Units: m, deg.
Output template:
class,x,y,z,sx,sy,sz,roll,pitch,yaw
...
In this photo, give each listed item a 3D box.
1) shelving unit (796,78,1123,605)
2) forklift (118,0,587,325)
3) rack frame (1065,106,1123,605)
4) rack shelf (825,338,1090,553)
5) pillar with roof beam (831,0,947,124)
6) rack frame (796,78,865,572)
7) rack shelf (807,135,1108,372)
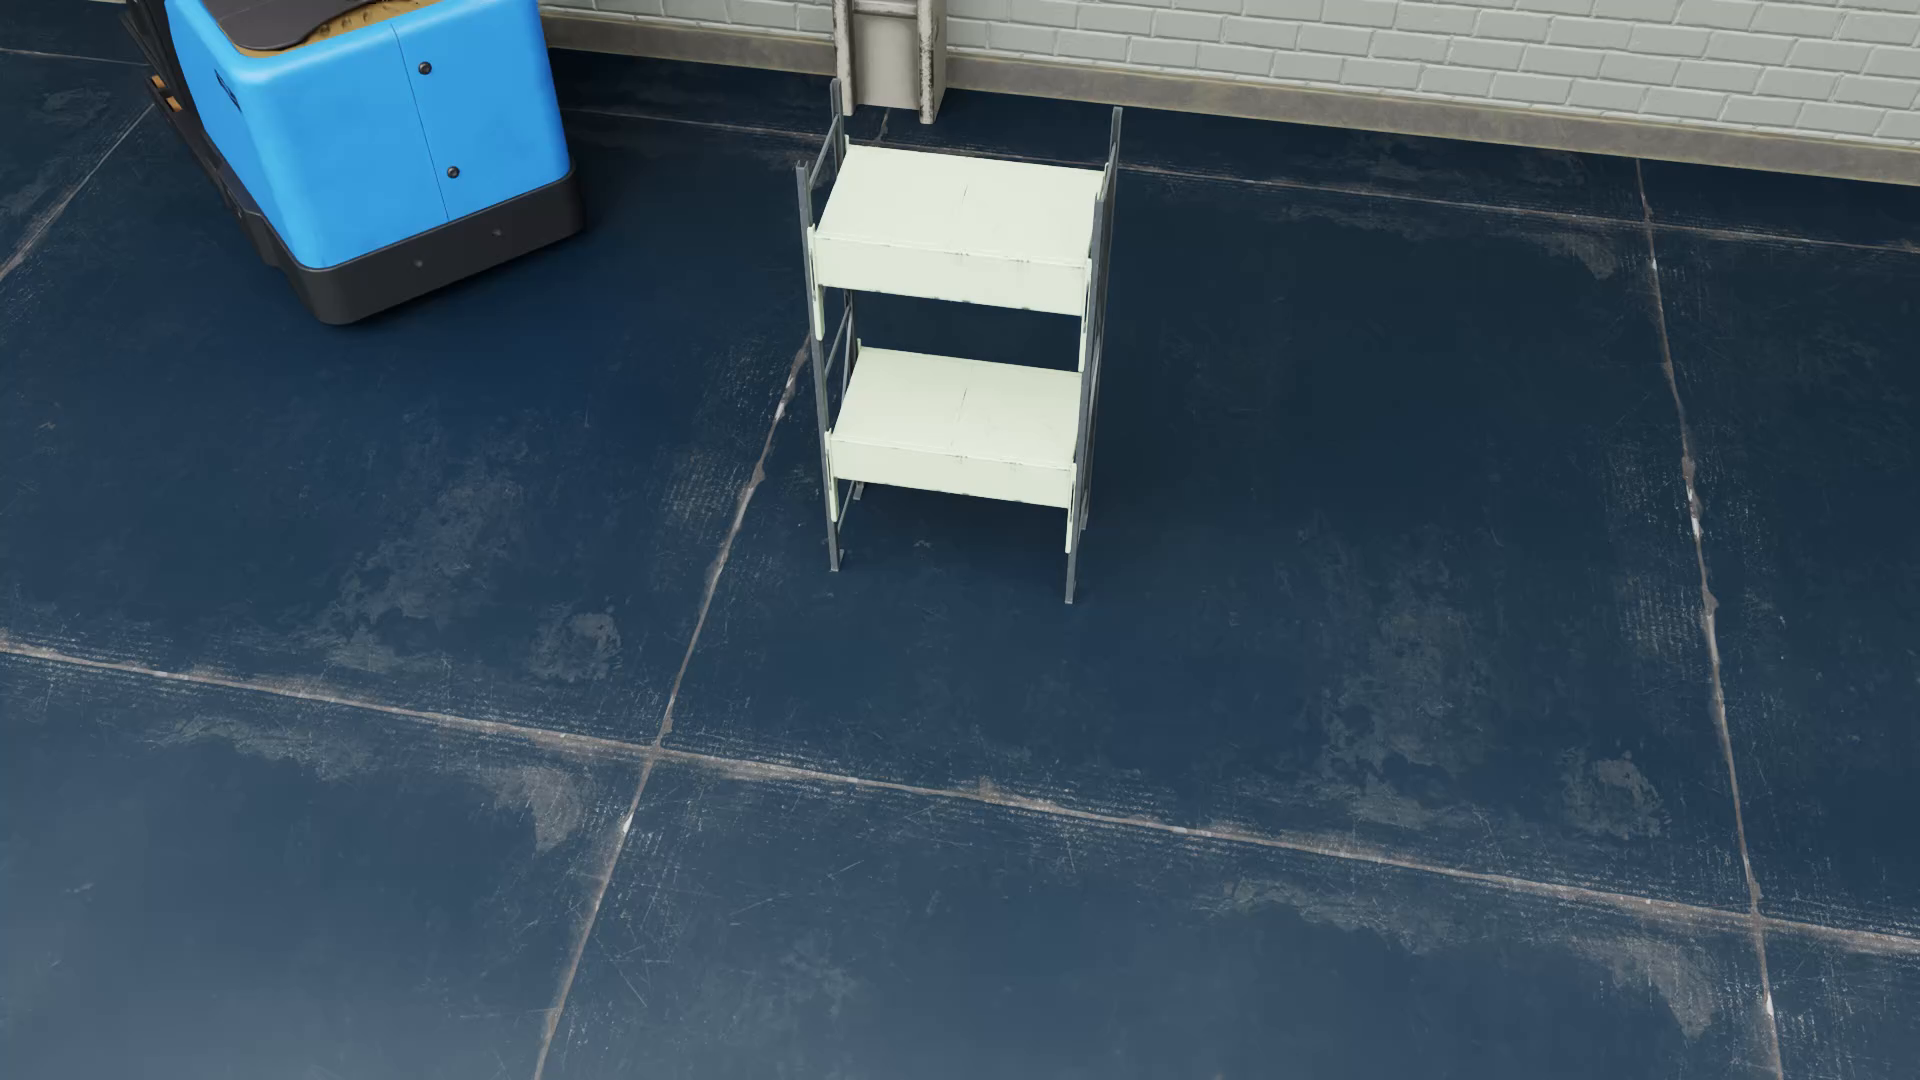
class,x,y,z,sx,sy,sz,roll,pitch,yaw
shelving unit,0.007,-0.500,4.691,0.755,1.500,0.431,8,49,7
forklift,-2.663,-2.797,5.793,1.130,2.935,3.031,-28,54,-23
rack frame,0.367,-0.452,4.648,0.023,1.500,0.400,8,49,7
rack shelf,0.007,-0.283,4.934,0.720,0.370,0.431,8,49,7
pillar with roof beam,-1.042,-1.689,0.718,0.400,9.000,9.100,8,49,7
rack frame,-0.354,-0.549,4.735,0.023,1.500,0.400,8,49,7
rack shelf,0.007,-0.761,4.401,0.720,0.370,0.431,8,49,7
